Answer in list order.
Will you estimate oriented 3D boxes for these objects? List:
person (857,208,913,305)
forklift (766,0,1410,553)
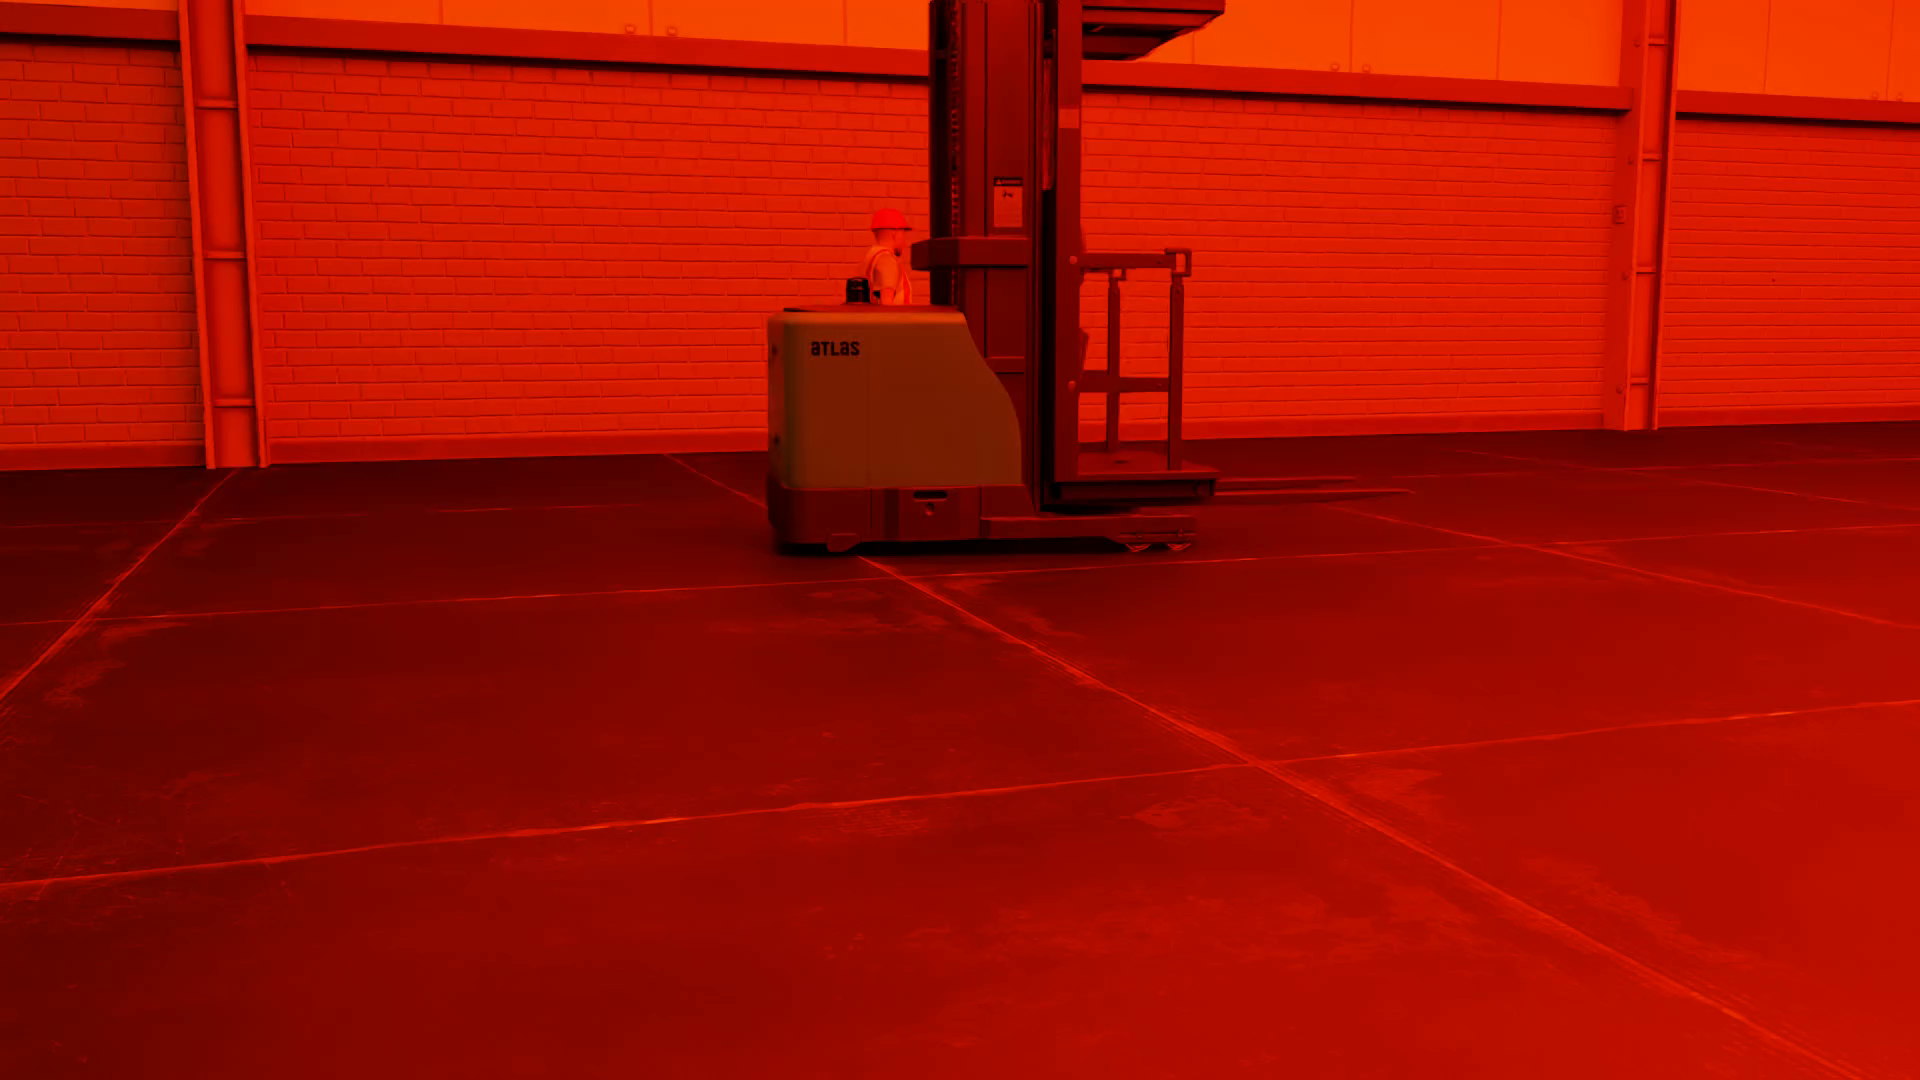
[{"bbox_3d":[-0.492,-1.140,10.051,0.500,1.721,0.886,-2,8,-14],"label":"person"},{"bbox_3d":[0.620,-1.472,7.869,3.031,2.935,1.130,-2,8,-11],"label":"forklift"}]
